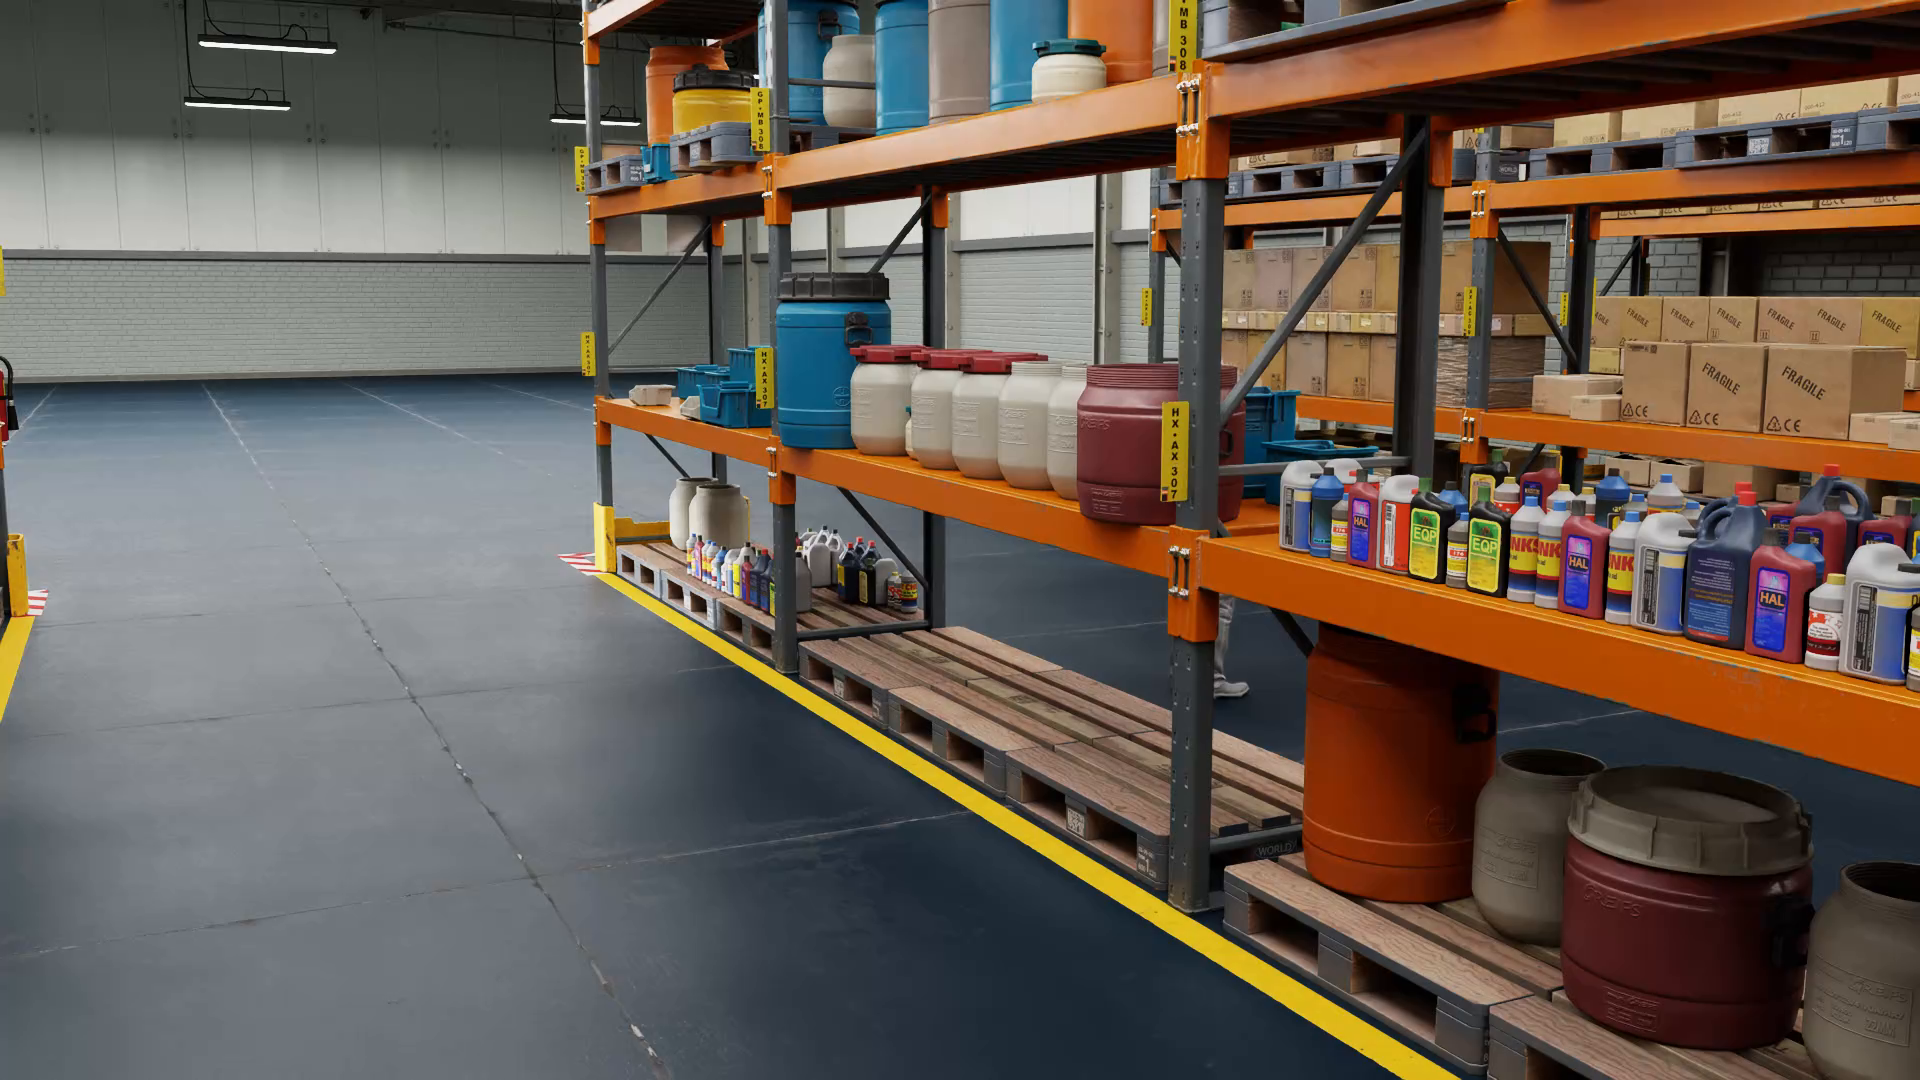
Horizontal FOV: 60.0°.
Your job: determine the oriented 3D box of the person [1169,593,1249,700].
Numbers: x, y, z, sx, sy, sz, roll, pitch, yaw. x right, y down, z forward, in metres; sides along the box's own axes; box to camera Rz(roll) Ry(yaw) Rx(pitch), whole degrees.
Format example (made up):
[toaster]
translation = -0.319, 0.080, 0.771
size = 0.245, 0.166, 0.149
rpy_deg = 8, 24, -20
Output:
[person]
translation = 1.349, -0.069, 8.741
size = 0.586, 1.762, 0.502
rpy_deg = -4, 9, -26
